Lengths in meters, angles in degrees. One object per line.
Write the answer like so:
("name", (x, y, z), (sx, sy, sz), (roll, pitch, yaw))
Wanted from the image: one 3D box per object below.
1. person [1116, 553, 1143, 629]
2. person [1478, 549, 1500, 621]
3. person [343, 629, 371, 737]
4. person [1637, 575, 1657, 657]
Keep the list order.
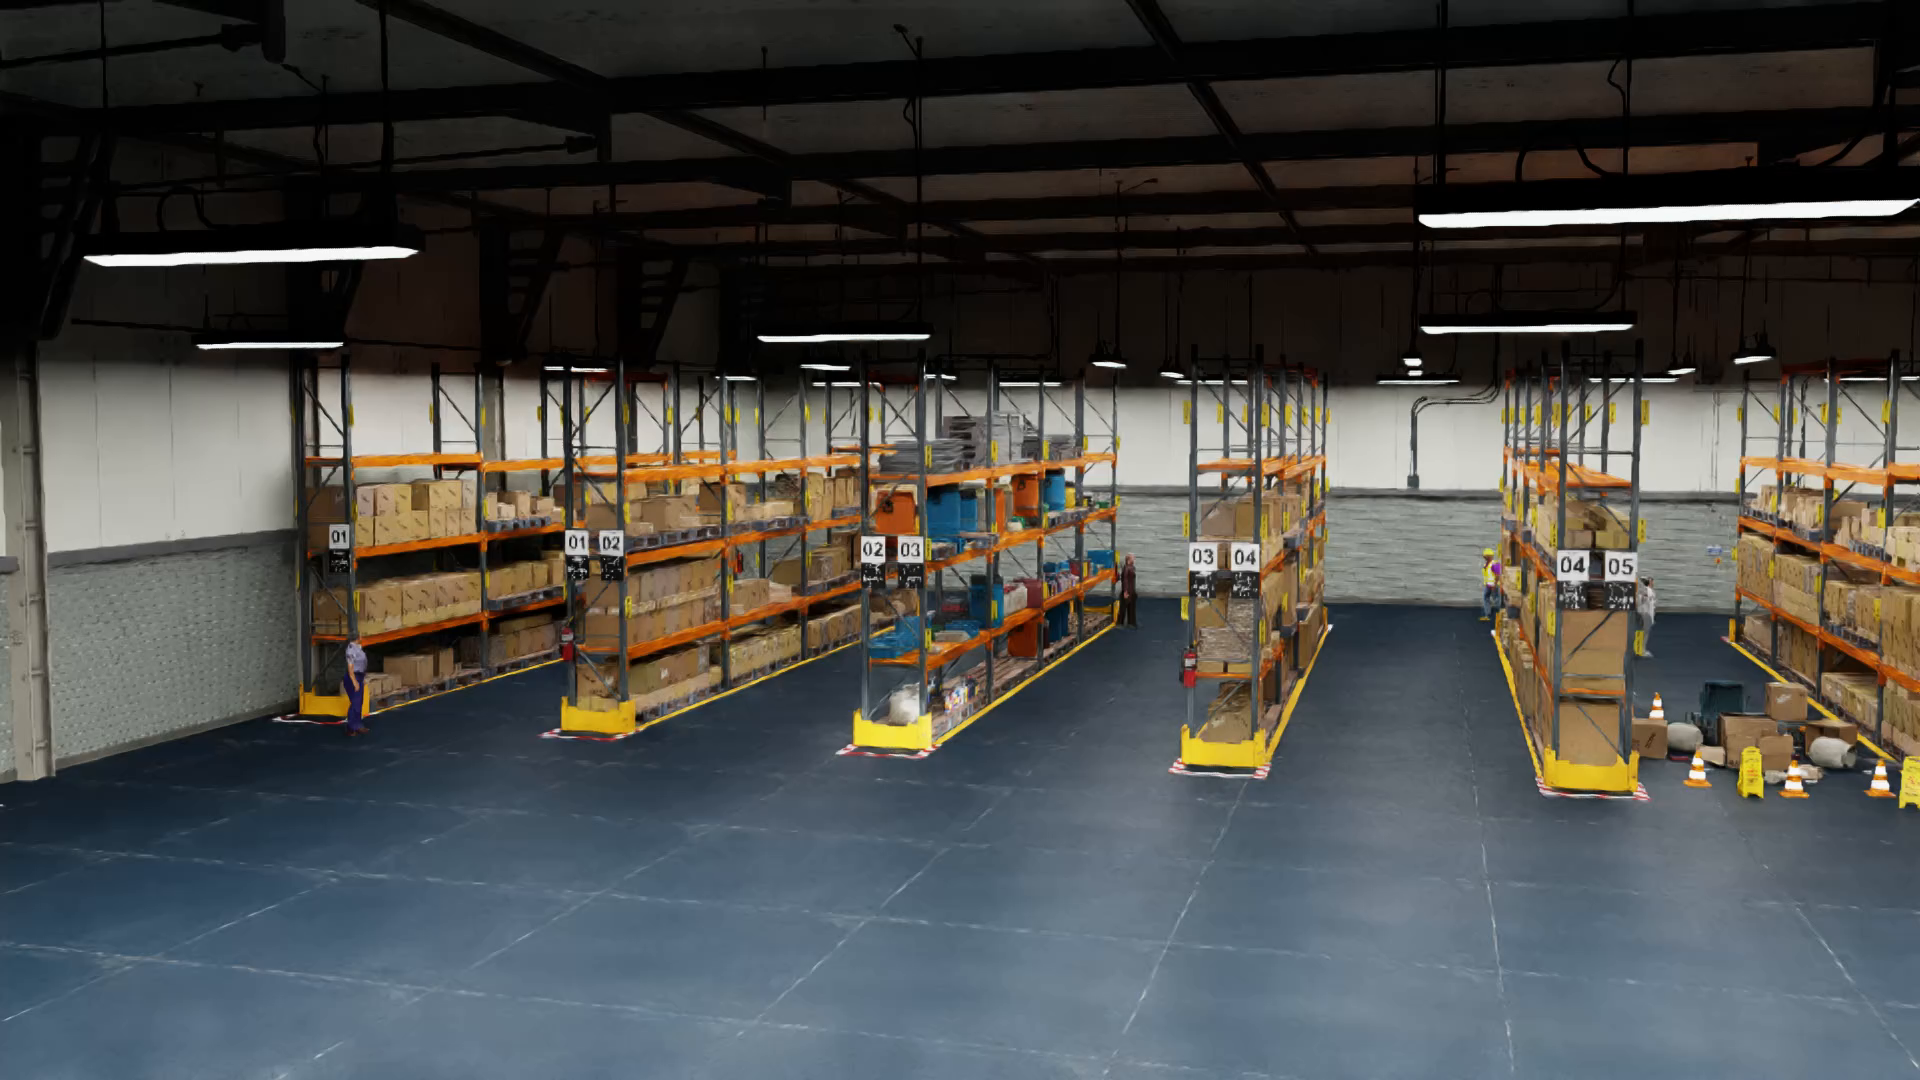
("person", (3.950, 1.192, 38.925), (0.544, 1.766, 0.685), (2, 5, 23))
("person", (13.002, 1.092, 40.596), (0.620, 1.761, 0.592), (-1, 5, -18))
("person", (-9.494, 2.249, 26.142), (0.384, 1.717, 0.559), (-1, 4, -13))
("person", (14.263, 1.557, 34.528), (0.365, 1.680, 0.575), (0, 4, -1))
